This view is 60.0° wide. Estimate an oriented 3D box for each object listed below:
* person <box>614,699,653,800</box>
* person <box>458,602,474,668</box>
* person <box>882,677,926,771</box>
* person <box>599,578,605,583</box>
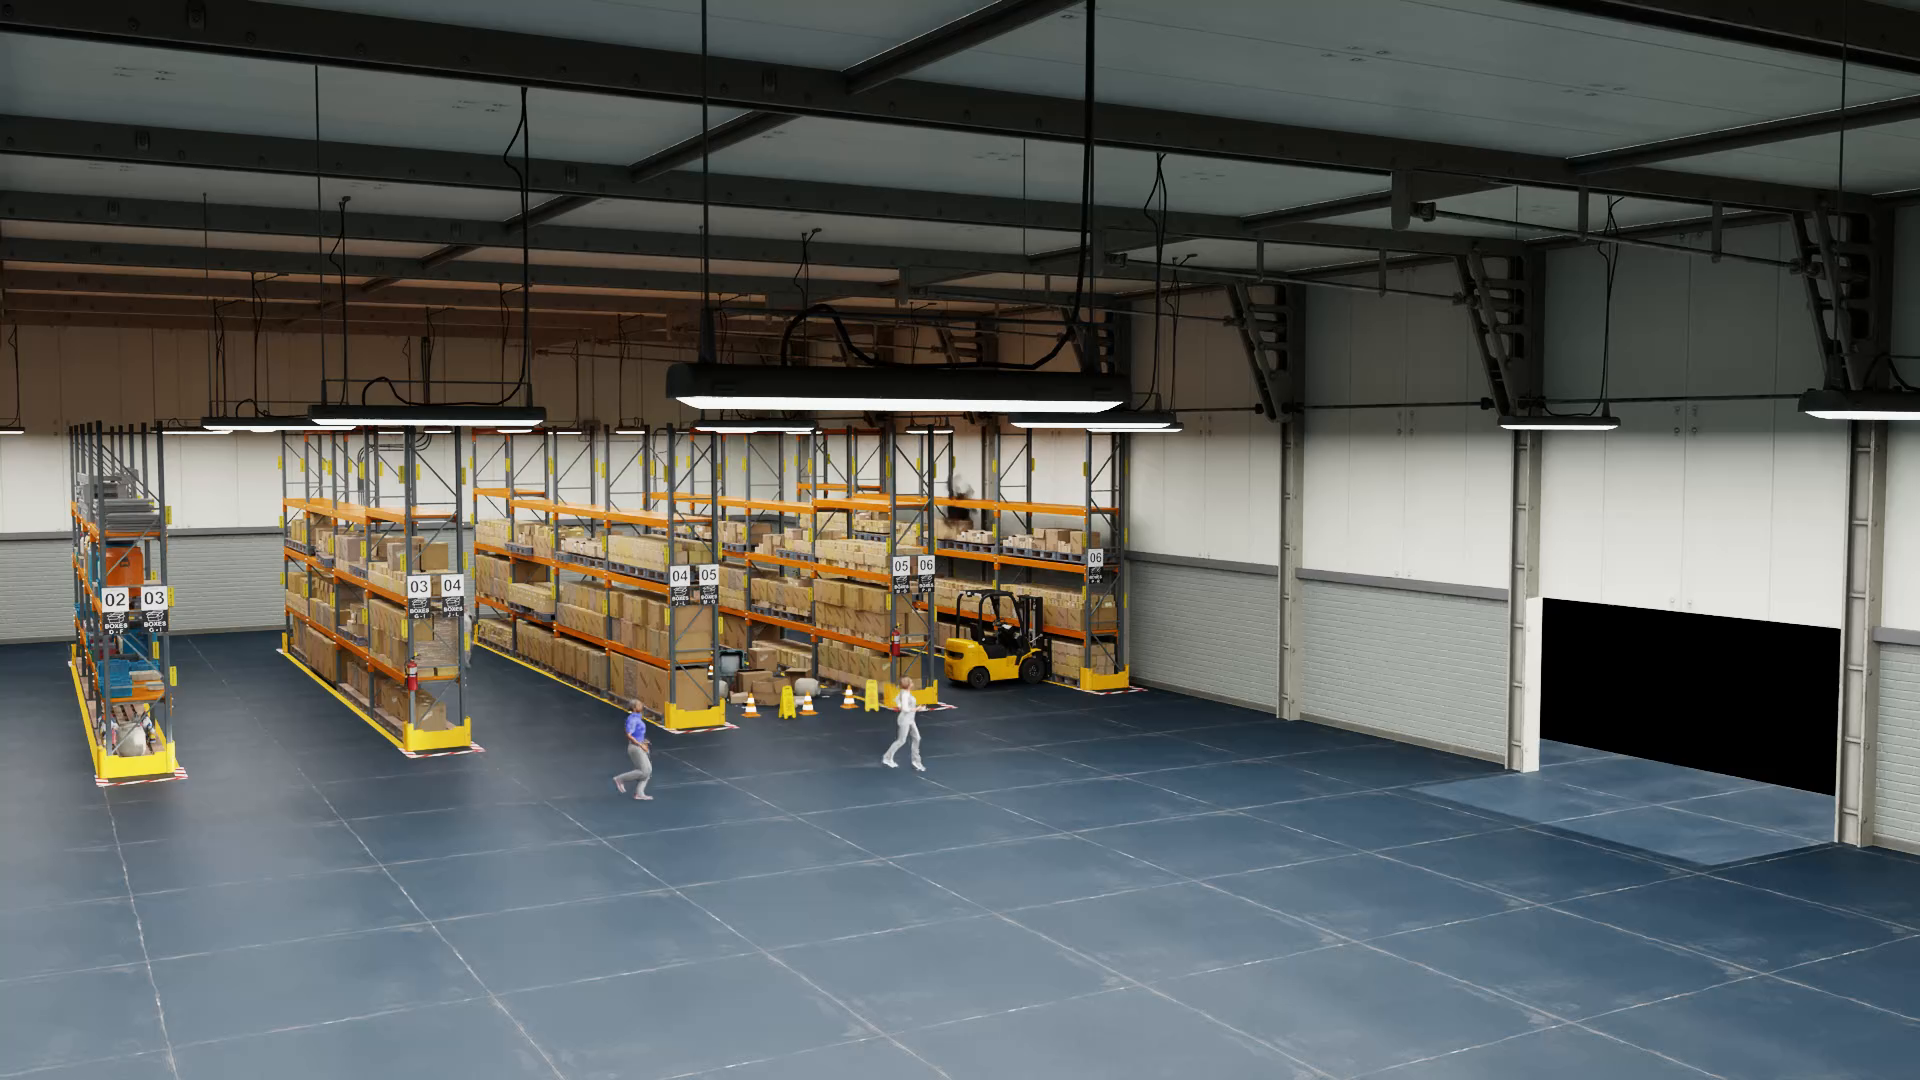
[{"bbox_3d":[-5.153,3.306,26.198,0.589,1.615,0.575,-1,4,-11],"label":"person"},{"bbox_3d":[-12.408,2.355,41.474,0.597,1.634,0.754,-3,5,-40],"label":"person"},{"bbox_3d":[-0.957,3.159,28.503,0.751,1.645,0.522,0,4,7],"label":"person"},{"bbox_3d":[-10.472,1.793,50.005,0.969,1.735,0.692,-1,4,-20],"label":"person"}]
